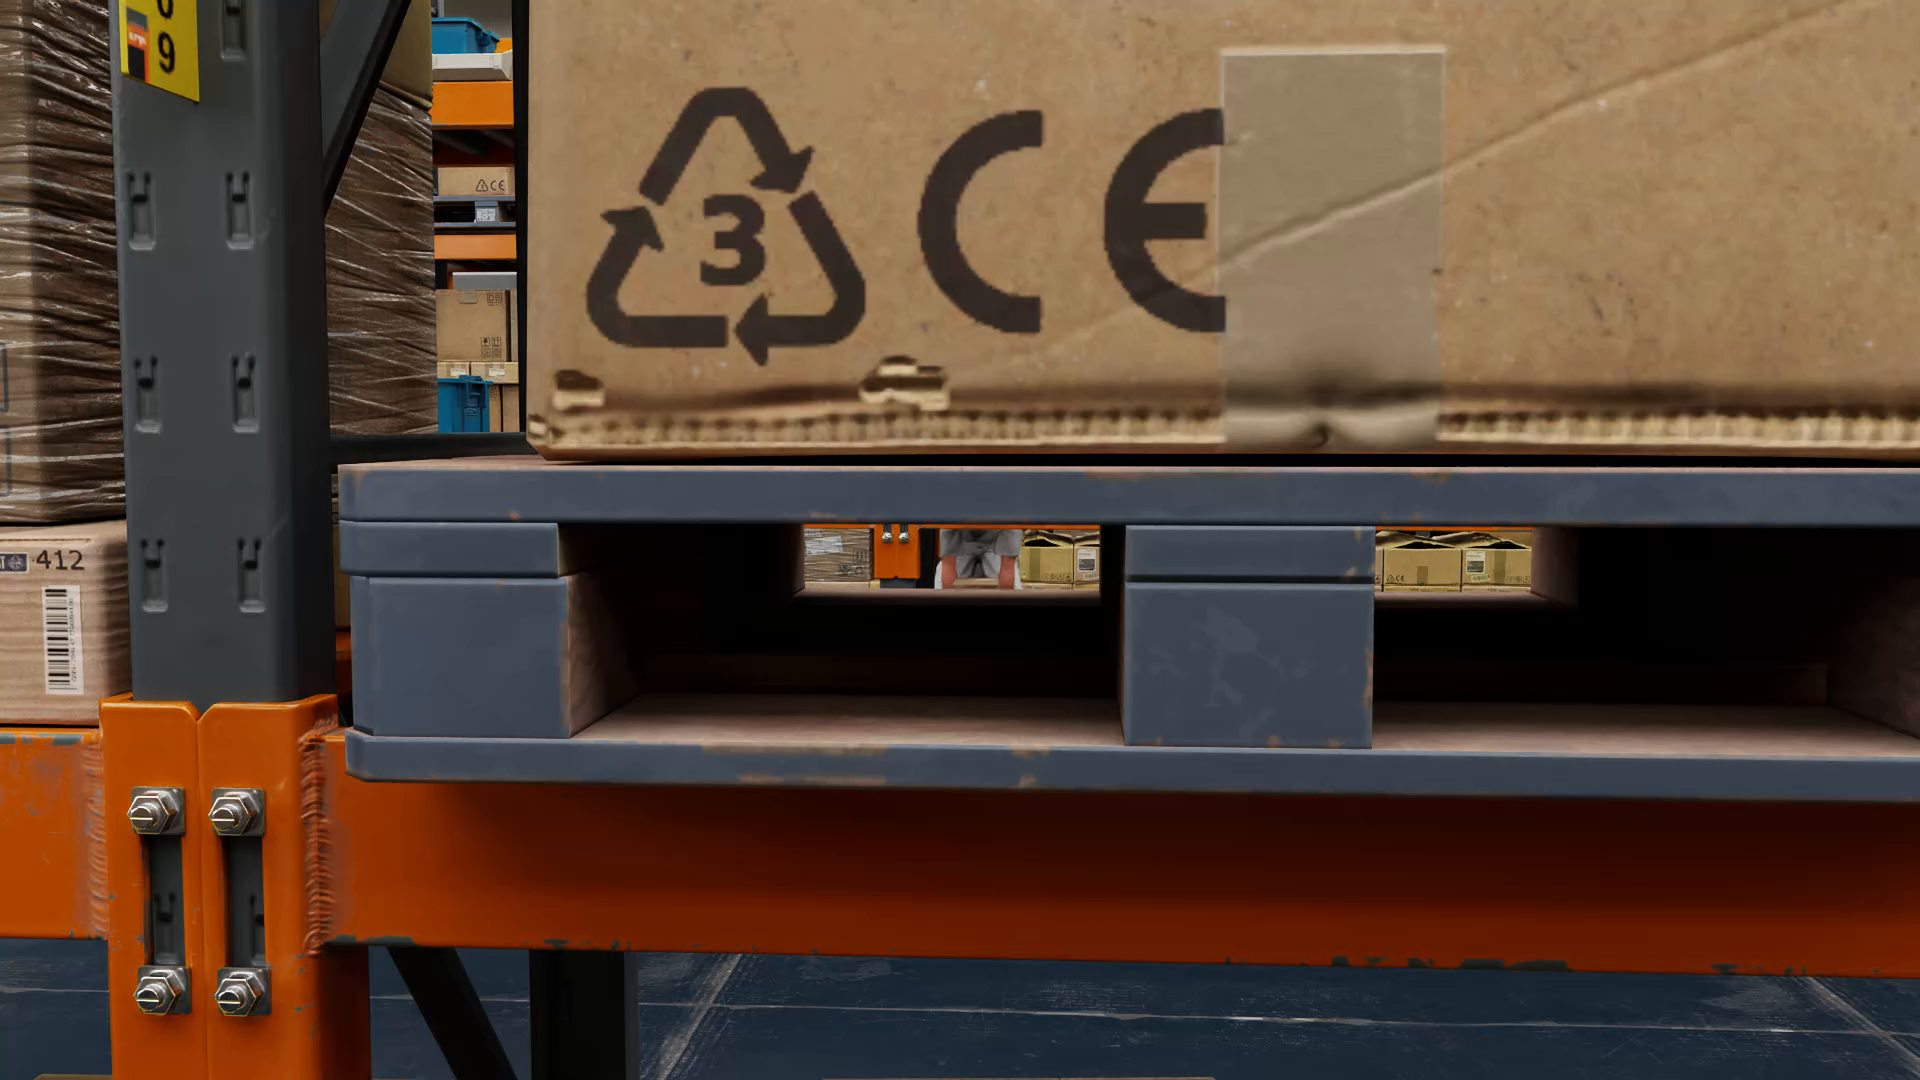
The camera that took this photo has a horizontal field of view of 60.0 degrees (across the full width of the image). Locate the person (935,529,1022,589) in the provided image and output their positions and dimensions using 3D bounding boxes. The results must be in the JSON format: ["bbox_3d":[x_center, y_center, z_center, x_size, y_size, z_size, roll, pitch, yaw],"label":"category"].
[{"bbox_3d":[0.099,0.250,9.326,0.501,1.258,0.927,0,4,1],"label":"person"}]
